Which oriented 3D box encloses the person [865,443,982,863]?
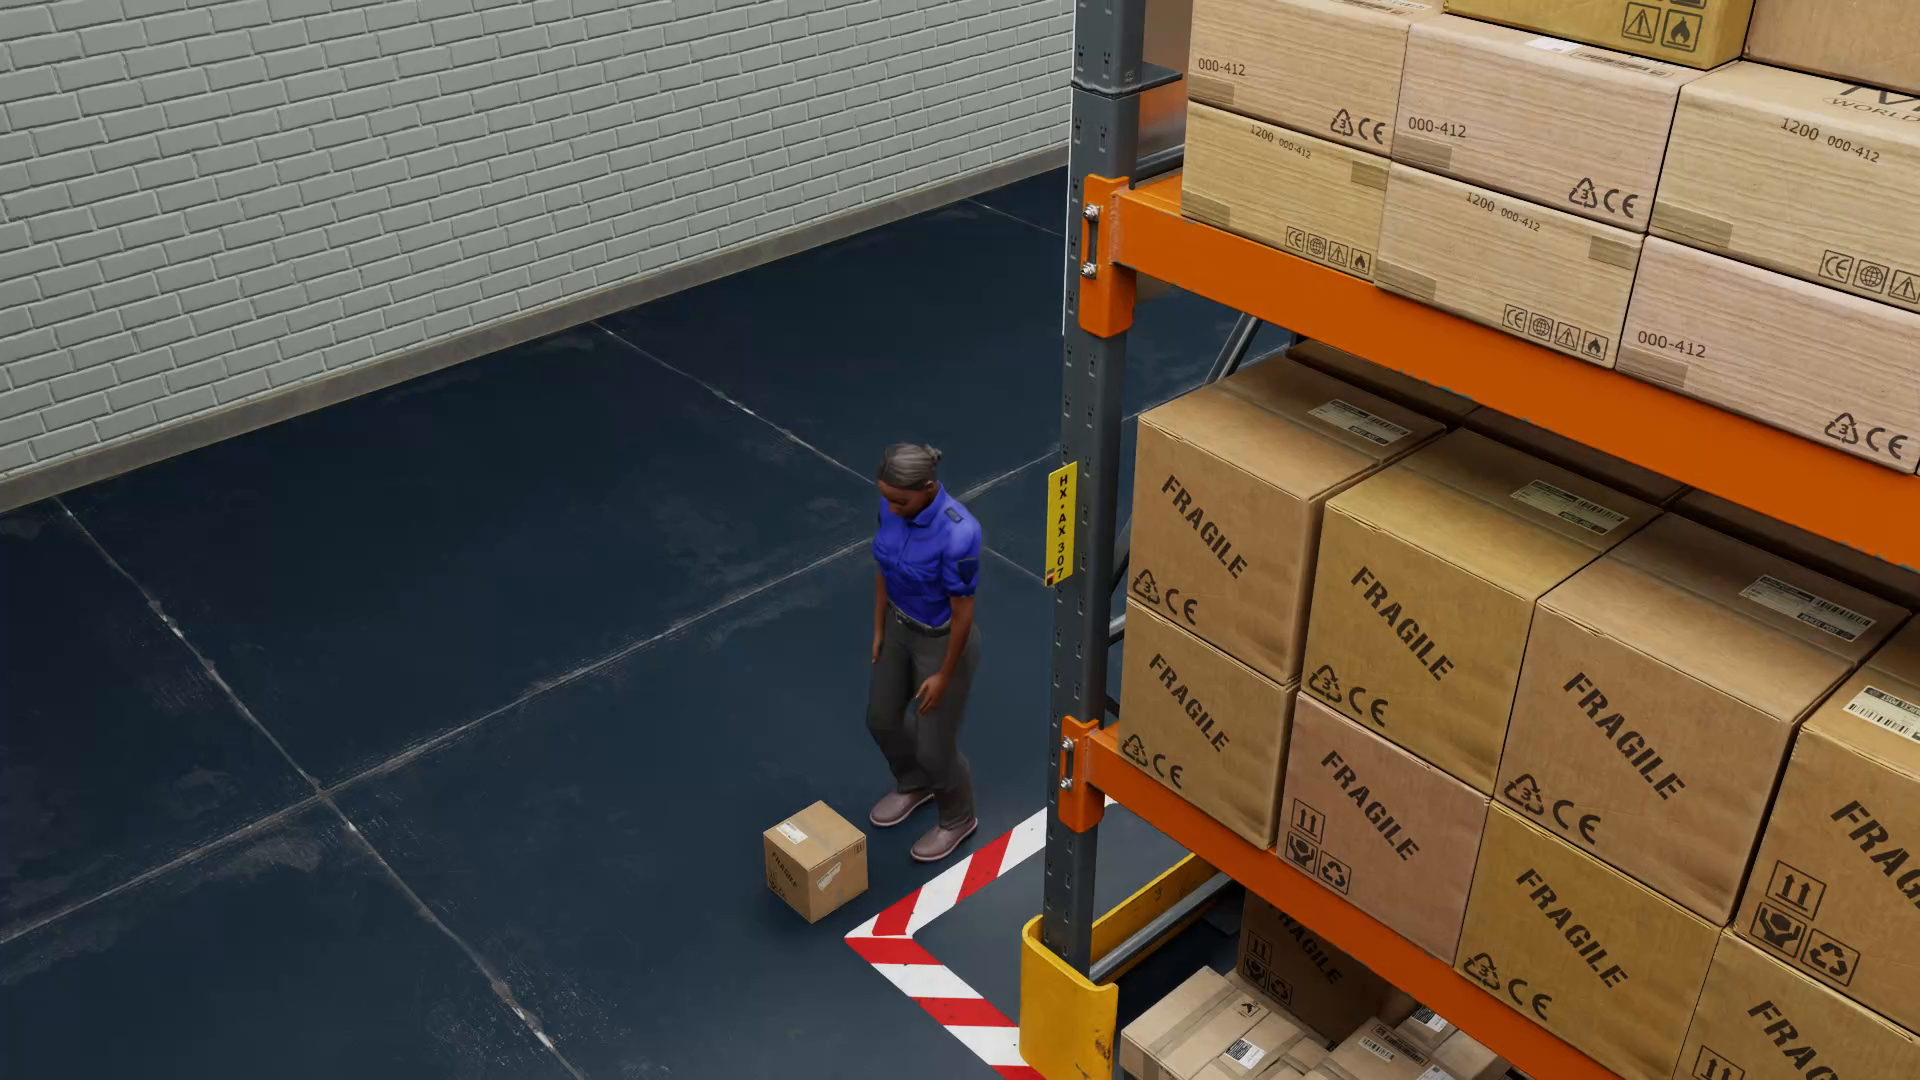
[{"bbox_3d":[-0.112,0.367,5.603,0.361,1.618,0.453,-25,40,-34],"label":"person"}]
